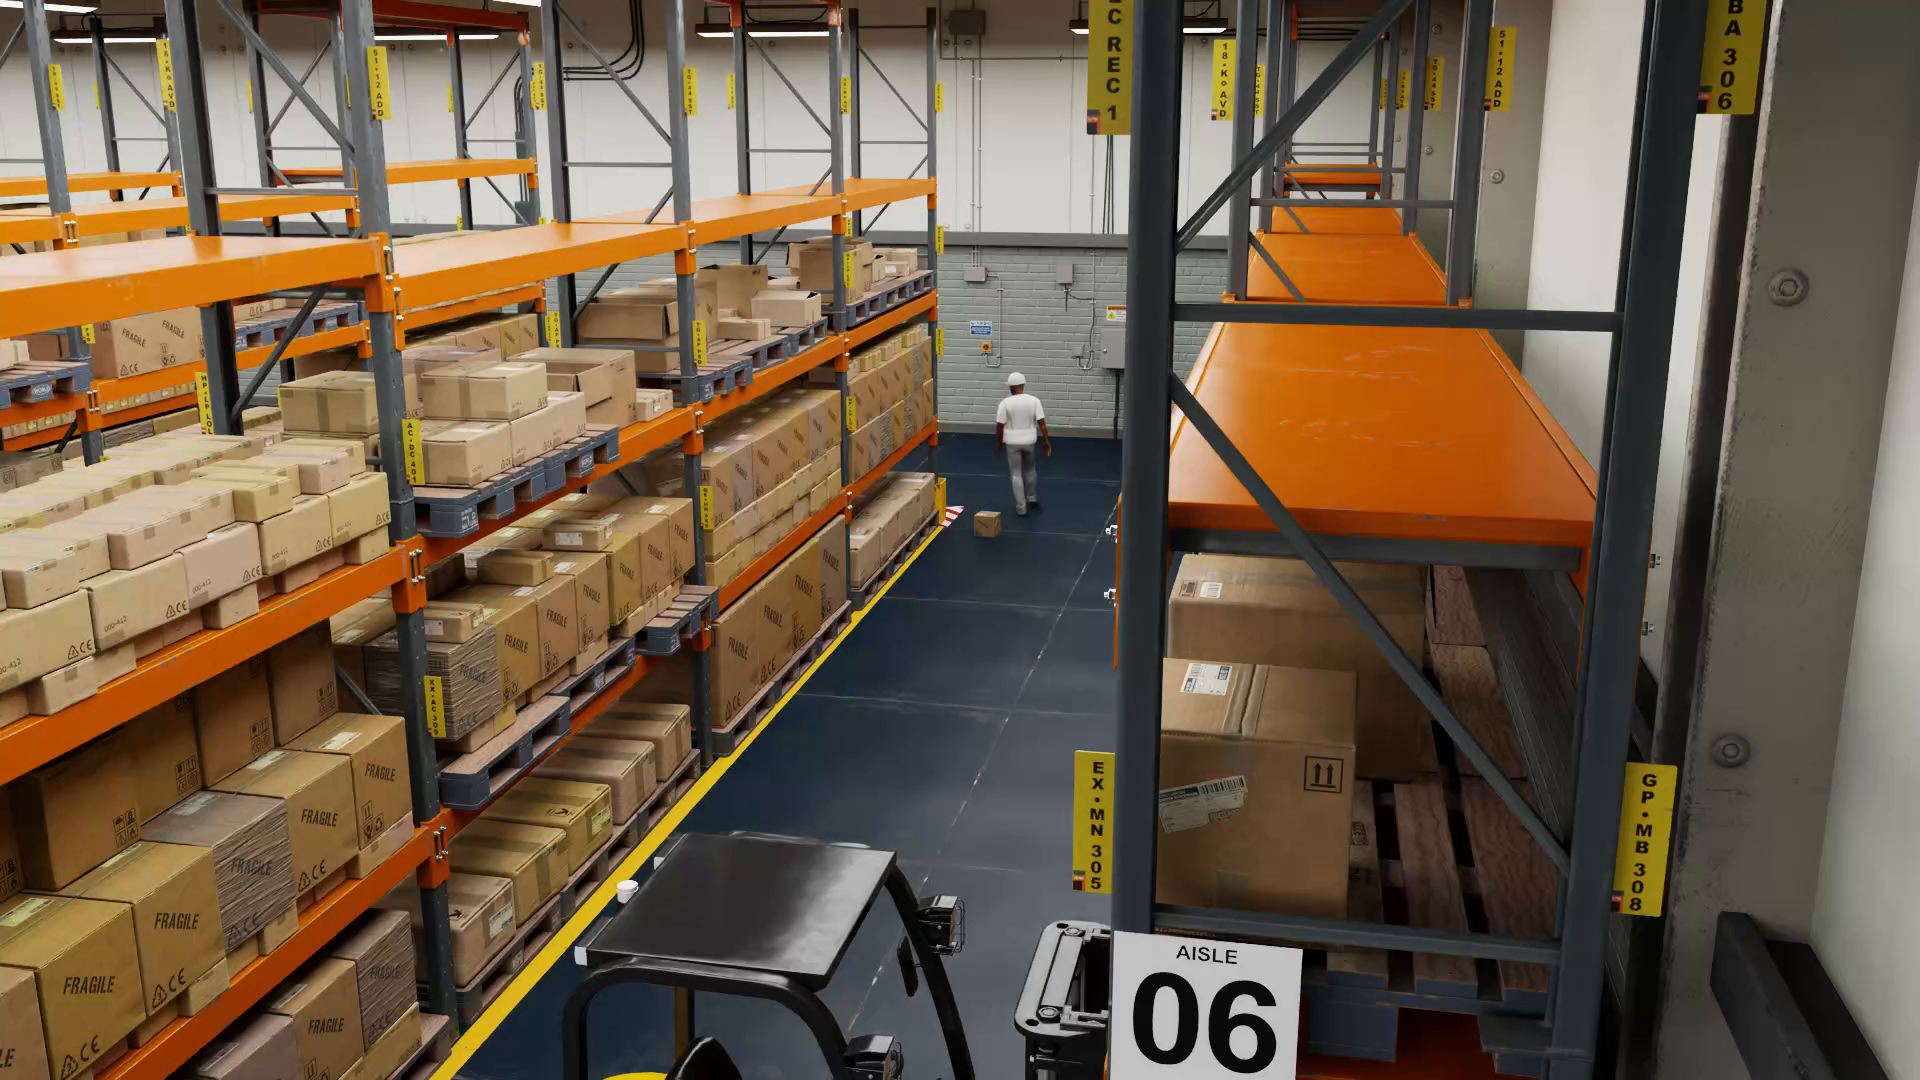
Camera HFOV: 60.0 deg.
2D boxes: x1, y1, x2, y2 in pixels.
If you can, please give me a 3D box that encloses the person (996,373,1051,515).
[{"bbox_3d":[0.743,-1.247,20.725,0.666,1.733,0.852,-3,15,-11],"label":"person"}]
